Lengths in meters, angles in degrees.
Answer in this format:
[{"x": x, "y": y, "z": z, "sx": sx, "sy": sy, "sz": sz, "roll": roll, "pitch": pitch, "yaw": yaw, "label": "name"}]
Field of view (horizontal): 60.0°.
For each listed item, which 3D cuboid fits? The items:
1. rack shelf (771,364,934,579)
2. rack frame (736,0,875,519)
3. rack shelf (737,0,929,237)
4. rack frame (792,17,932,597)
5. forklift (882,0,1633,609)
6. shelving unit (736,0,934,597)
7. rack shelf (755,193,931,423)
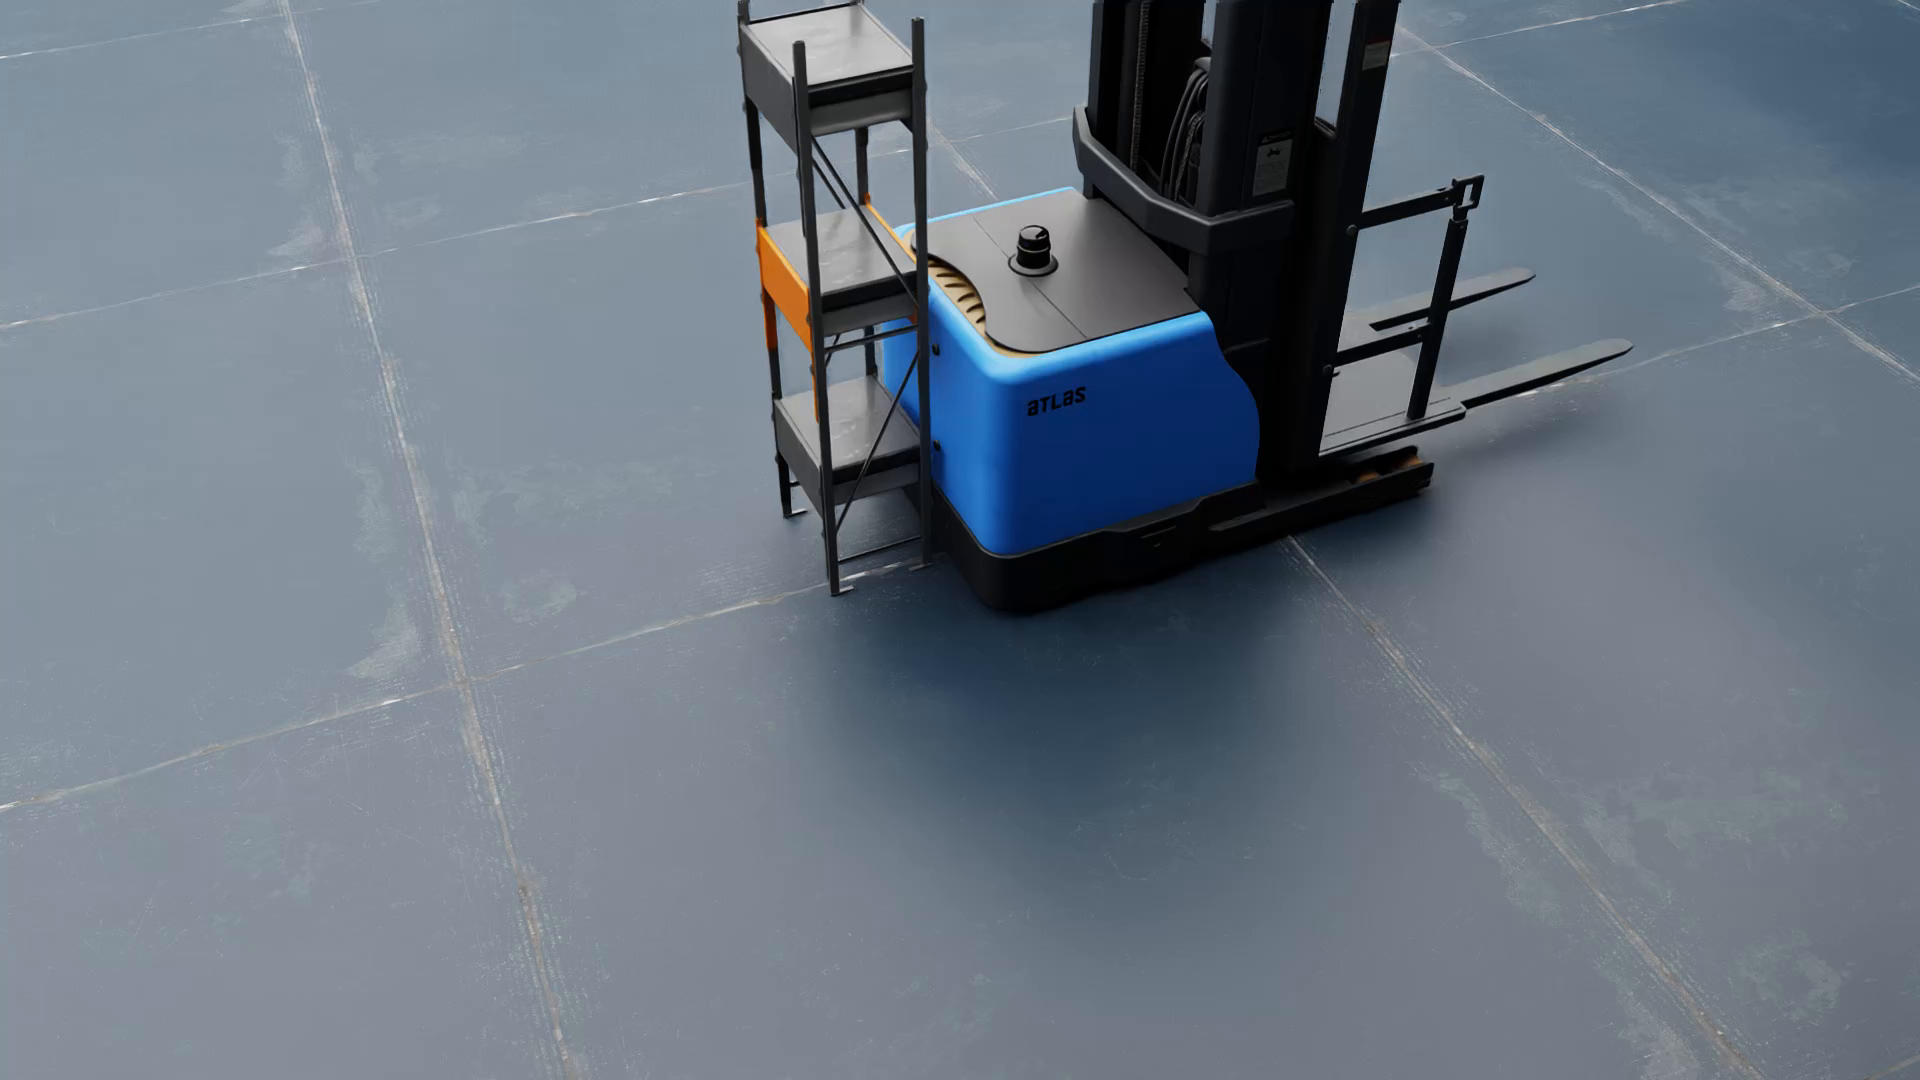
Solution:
[{"x": -0.390, "y": -0.252, "z": 6.027, "sx": 0.431, "sy": 0.518, "sz": 0.480, "roll": -17, "pitch": 44, "yaw": -19, "label": "rack shelf"}, {"x": -0.494, "y": -0.937, "z": 5.729, "sx": 0.400, "sy": 2.100, "sz": 0.015, "roll": -17, "pitch": 44, "yaw": -19, "label": "rack frame"}, {"x": -0.390, "y": -1.314, "z": 5.114, "sx": 0.431, "sy": 0.518, "sz": 0.480, "roll": -17, "pitch": 44, "yaw": -19, "label": "rack shelf"}, {"x": -0.287, "y": -0.649, "z": 5.394, "sx": 0.400, "sy": 2.100, "sz": 0.015, "roll": -17, "pitch": 44, "yaw": -19, "label": "rack frame"}, {"x": 1.259, "y": -1.519, "z": 5.768, "sx": 3.031, "sy": 2.935, "sz": 1.130, "roll": -17, "pitch": 44, "yaw": -19, "label": "forklift"}, {"x": -0.390, "y": -0.793, "z": 5.562, "sx": 0.431, "sy": 2.100, "sz": 0.503, "roll": -17, "pitch": 44, "yaw": -19, "label": "shelving unit"}, {"x": -0.390, "y": -0.783, "z": 5.571, "sx": 0.431, "sy": 0.518, "sz": 0.480, "roll": -17, "pitch": 44, "yaw": -19, "label": "rack shelf"}]
